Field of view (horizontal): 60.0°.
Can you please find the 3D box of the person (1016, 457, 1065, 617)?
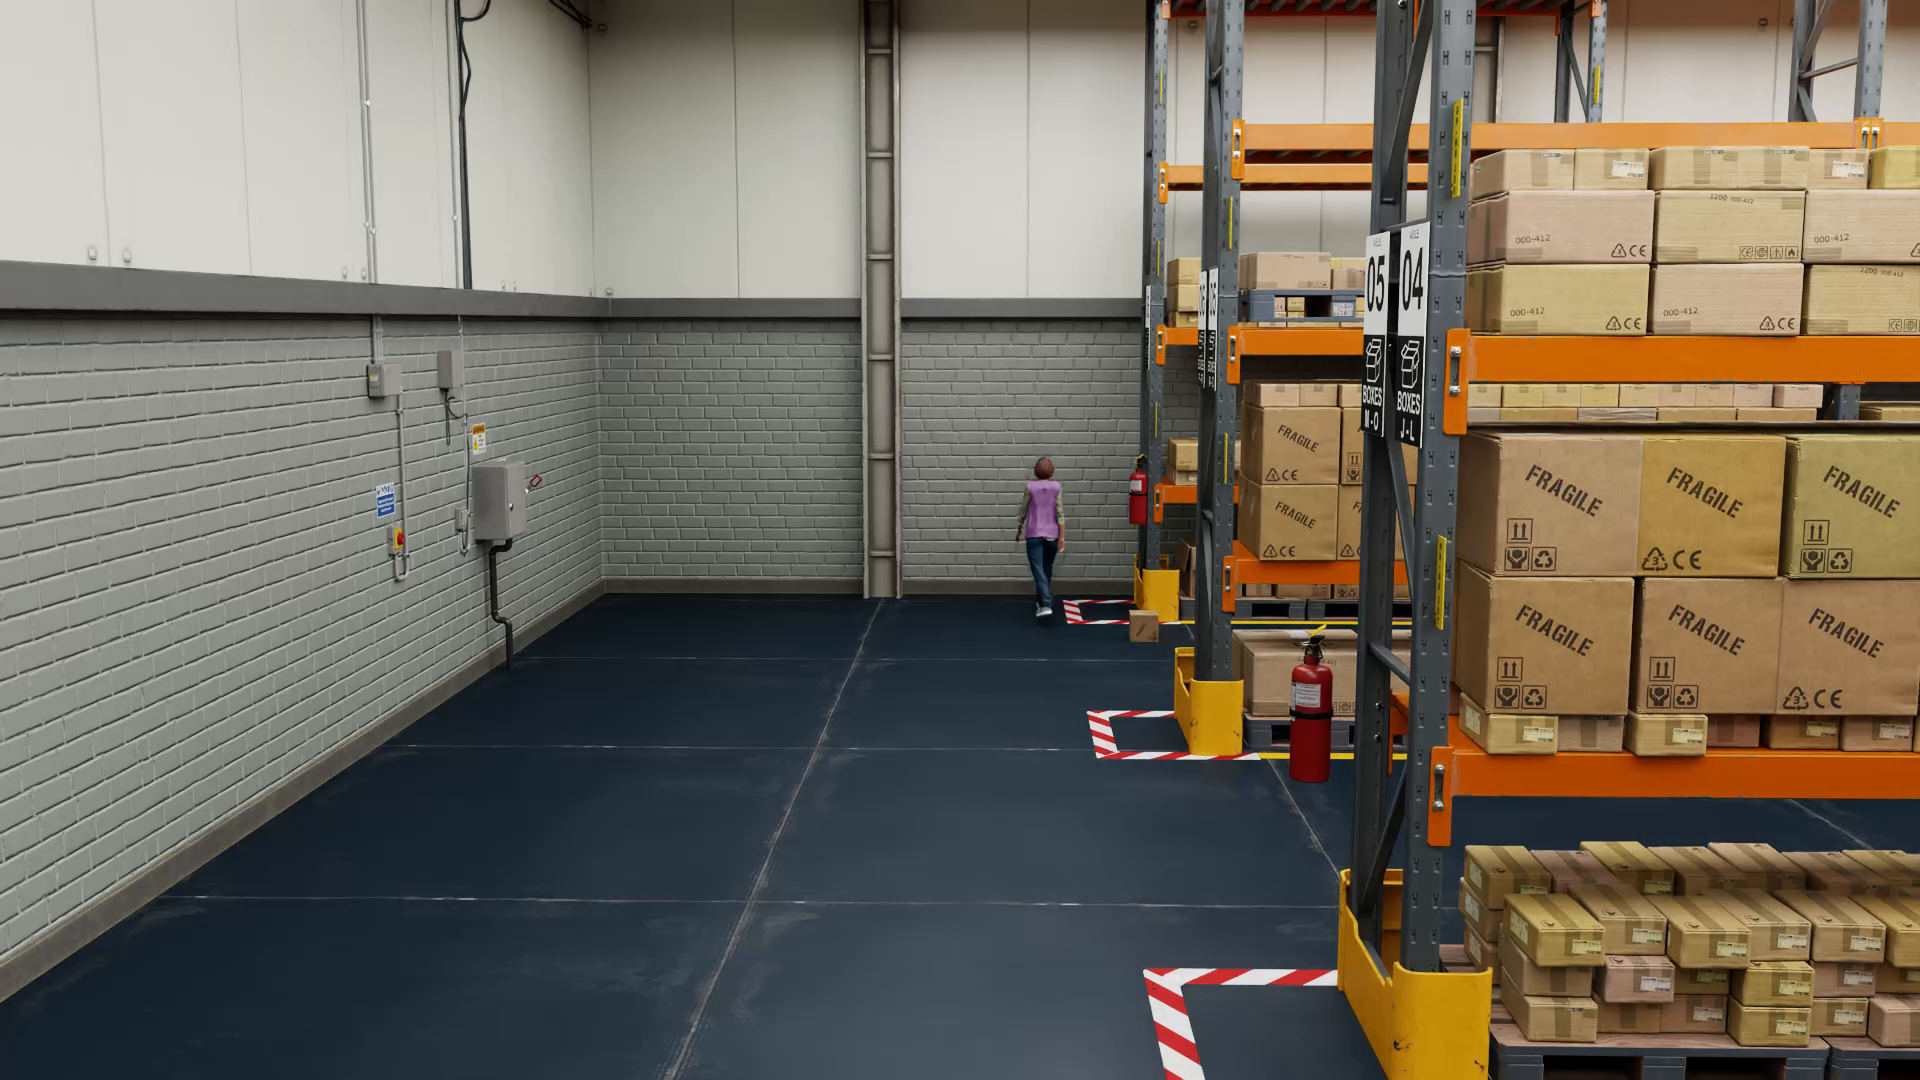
[{"bbox_3d":[0.784,-0.040,16.081,0.430,1.538,0.983,-1,8,-10],"label":"person"}]
